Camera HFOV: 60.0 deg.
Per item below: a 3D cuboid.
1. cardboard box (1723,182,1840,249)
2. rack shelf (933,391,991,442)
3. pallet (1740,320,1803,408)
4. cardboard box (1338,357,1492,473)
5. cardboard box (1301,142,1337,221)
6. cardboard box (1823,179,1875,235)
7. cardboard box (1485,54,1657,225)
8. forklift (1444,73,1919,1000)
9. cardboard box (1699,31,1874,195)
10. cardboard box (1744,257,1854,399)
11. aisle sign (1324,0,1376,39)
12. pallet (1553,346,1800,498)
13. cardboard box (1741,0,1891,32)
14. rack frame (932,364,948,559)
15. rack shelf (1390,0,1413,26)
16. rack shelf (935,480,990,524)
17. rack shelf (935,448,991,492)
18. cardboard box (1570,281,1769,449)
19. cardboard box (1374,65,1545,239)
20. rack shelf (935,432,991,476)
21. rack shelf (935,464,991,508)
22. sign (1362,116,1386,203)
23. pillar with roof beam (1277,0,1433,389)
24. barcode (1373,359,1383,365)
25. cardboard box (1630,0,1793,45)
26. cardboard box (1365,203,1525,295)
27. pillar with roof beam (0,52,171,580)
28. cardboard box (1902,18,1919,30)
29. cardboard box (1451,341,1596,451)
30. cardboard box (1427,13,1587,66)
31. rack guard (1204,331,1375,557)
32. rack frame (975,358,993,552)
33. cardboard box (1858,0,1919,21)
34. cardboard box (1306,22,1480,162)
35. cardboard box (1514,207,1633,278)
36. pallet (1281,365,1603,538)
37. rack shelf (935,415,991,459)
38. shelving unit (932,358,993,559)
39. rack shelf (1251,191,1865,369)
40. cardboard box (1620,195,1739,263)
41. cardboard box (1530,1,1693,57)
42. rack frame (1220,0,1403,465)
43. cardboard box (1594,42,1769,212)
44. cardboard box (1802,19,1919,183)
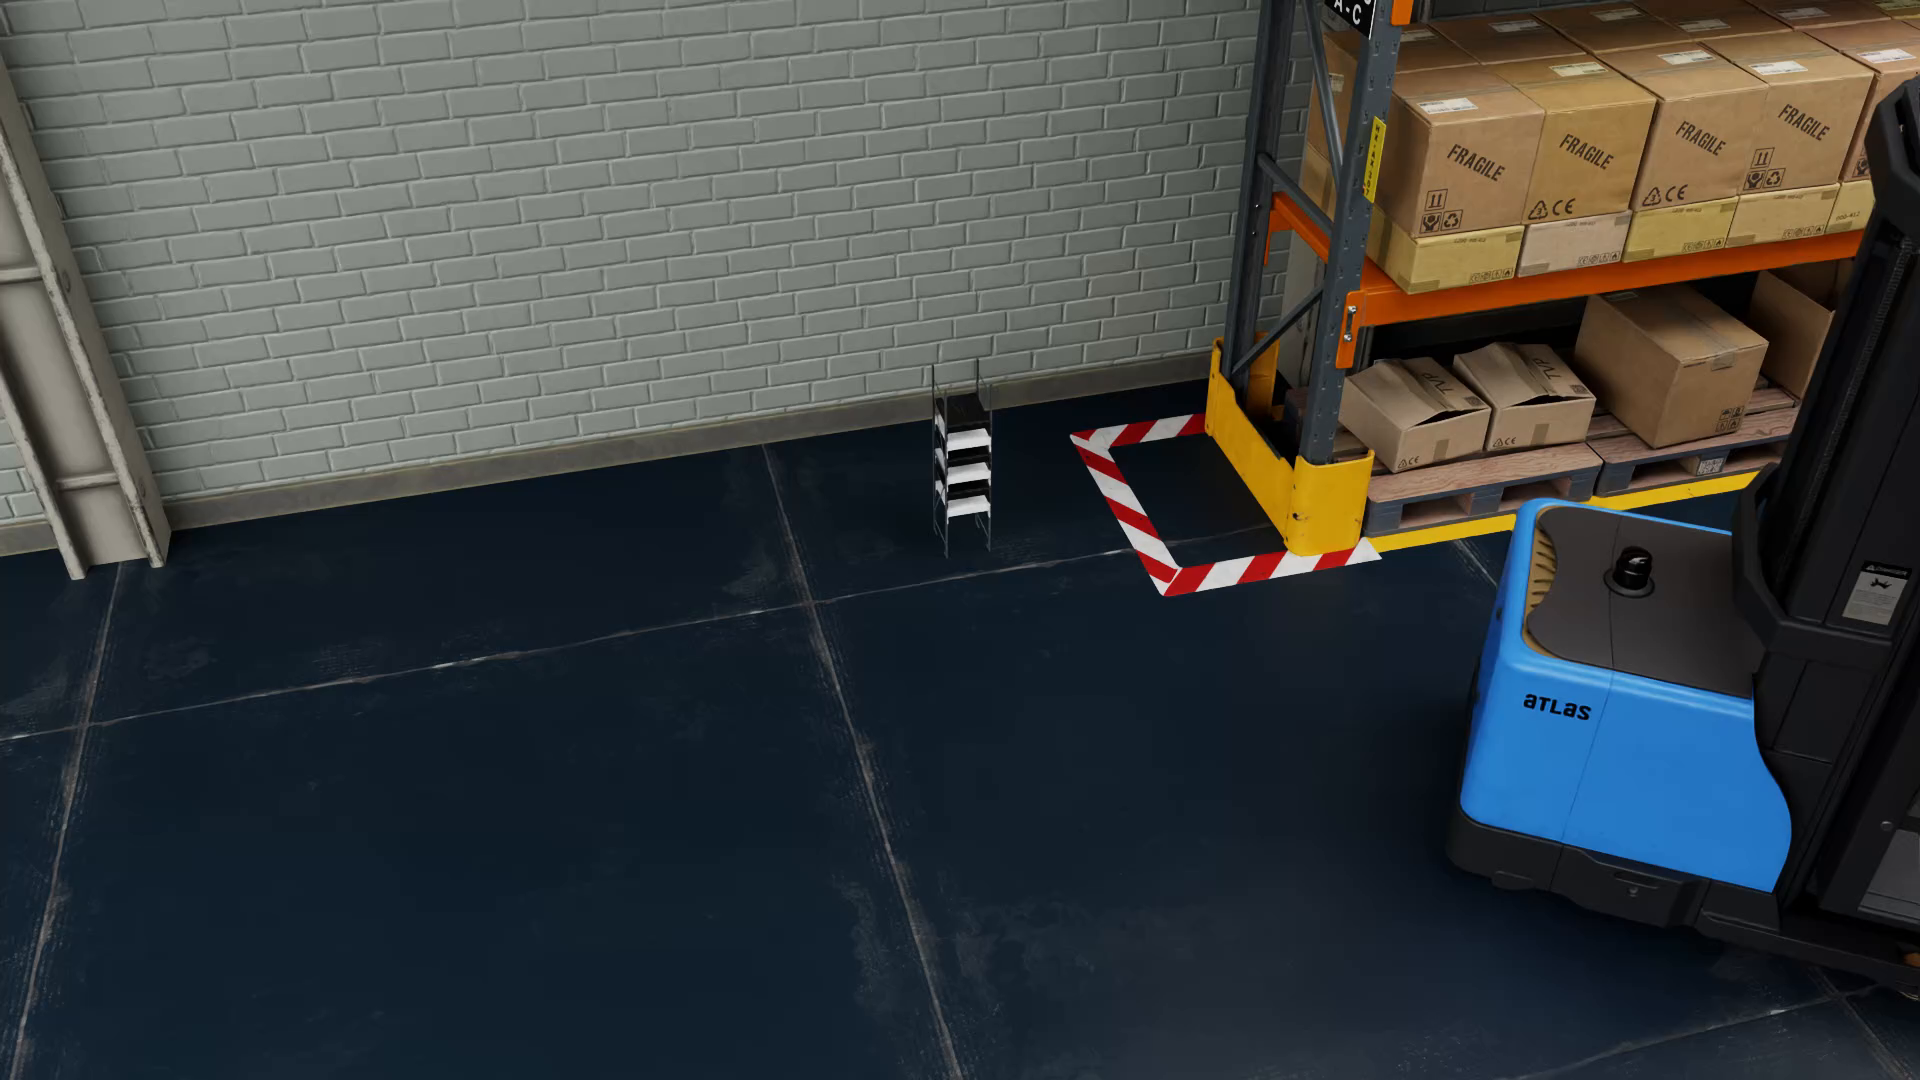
[{"bbox_3d":[3.512,-1.550,7.415,0.500,0.250,0.500,-9,38,-12],"label":"cardboard box"},{"bbox_3d":[0.008,-0.547,7.334,0.200,0.077,0.258,-9,38,-12],"label":"rack shelf"},{"bbox_3d":[4.701,-0.863,8.705,1.213,0.211,1.003,-9,38,-12],"label":"pallet"},{"bbox_3d":[2.170,-0.628,7.953,0.500,0.311,0.500,-14,39,-17],"label":"cardboard box"},{"bbox_3d":[1.879,-1.600,7.480,0.500,0.250,0.500,-9,38,-11],"label":"cardboard box"},{"bbox_3d":[3.997,-1.631,7.520,0.500,0.250,0.500,-10,38,-12],"label":"cardboard box"},{"bbox_3d":[2.498,-1.682,6.970,0.500,0.500,0.500,-9,38,-12],"label":"cardboard box"},{"bbox_3d":[3.362,0.084,5.228,3.031,2.935,1.130,12,39,15],"label":"forklift"},{"bbox_3d":[3.493,-1.849,7.188,0.500,0.500,0.500,-8,38,-11],"label":"cardboard box"},{"bbox_3d":[4.349,-1.092,8.404,0.500,0.500,0.500,-12,39,-15],"label":"cardboard box"},{"bbox_3d":[1.487,-2.309,6.160,0.004,0.787,0.394,-9,38,-12],"label":"aisle sign"},{"bbox_3d":[3.521,-0.668,8.449,1.213,0.211,1.003,-9,38,-12],"label":"pallet"},{"bbox_3d":[3.849,-2.237,7.695,0.500,0.500,0.500,-8,38,-11],"label":"cardboard box"},{"bbox_3d":[-0.090,-0.343,7.457,0.006,0.900,0.240,-9,38,-12],"label":"rack frame"},{"bbox_3d":[3.409,-2.687,6.917,4.000,0.370,1.077,-9,38,-12],"label":"rack shelf"},{"bbox_3d":[0.008,-0.189,7.608,0.200,0.077,0.258,-9,38,-12],"label":"rack shelf"},{"bbox_3d":[0.008,-0.332,7.499,0.200,0.077,0.258,-9,38,-12],"label":"rack shelf"},{"bbox_3d":[3.442,-0.880,8.127,0.500,0.500,0.700,-12,39,-15],"label":"cardboard box"},{"bbox_3d":[2.018,-1.610,6.875,0.500,0.500,0.500,-9,38,-12],"label":"cardboard box"},{"bbox_3d":[0.008,-0.404,7.444,0.200,0.077,0.258,-9,38,-12],"label":"rack shelf"},{"bbox_3d":[0.008,-0.261,7.553,0.200,0.077,0.258,-9,38,-12],"label":"rack shelf"},{"bbox_3d":[1.620,-1.490,6.516,0.005,0.325,0.100,-9,38,-12],"label":"sign"},{"bbox_3d":[3.051,-1.940,2.880,0.400,9.000,9.100,-9,38,-12],"label":"pillar with roof beam"},{"bbox_3d":[2.083,-0.869,8.260,0.075,0.075,0.001,-9,38,-12],"label":"barcode"},{"bbox_3d":[3.351,-2.148,7.579,0.500,0.500,0.500,-9,38,-11],"label":"cardboard box"},{"bbox_3d":[2.032,-1.304,7.092,0.500,0.250,0.500,-10,39,-13],"label":"cardboard box"},{"bbox_3d":[-2.741,-0.990,1.637,0.400,9.000,9.100,-9,38,-12],"label":"pillar with roof beam"},{"bbox_3d":[4.484,-2.005,7.392,0.500,0.500,0.500,-10,38,-12],"label":"cardboard box"},{"bbox_3d":[2.720,-0.718,8.071,0.500,0.311,0.500,-6,38,-8],"label":"cardboard box"},{"bbox_3d":[2.367,-1.984,7.364,0.500,0.500,0.500,-9,38,-11],"label":"cardboard box"},{"bbox_3d":[1.552,-0.483,7.970,0.348,0.500,1.175,-9,38,-12],"label":"rack guard"},{"bbox_3d":[0.106,-0.375,7.499,0.006,0.900,0.240,-9,38,-12],"label":"rack frame"},{"bbox_3d":[4.332,-2.312,7.794,0.500,0.500,0.500,-10,38,-12],"label":"cardboard box"},{"bbox_3d":[1.878,-1.910,7.267,0.500,0.500,0.500,-10,38,-12],"label":"cardboard box"},{"bbox_3d":[2.530,-1.394,7.211,0.500,0.250,0.500,-10,39,-13],"label":"cardboard box"},{"bbox_3d":[2.345,-0.477,8.199,1.213,0.211,1.003,-9,38,-12],"label":"pallet"},{"bbox_3d":[0.008,-0.475,7.389,0.200,0.077,0.258,-9,38,-12],"label":"rack shelf"},{"bbox_3d":[0.008,-0.359,7.478,0.210,0.900,0.258,-9,38,-12],"label":"shelving unit"},{"bbox_3d":[3.409,-1.495,7.828,4.000,0.370,1.077,-9,38,-12],"label":"rack shelf"},{"bbox_3d":[3.023,-1.471,7.312,0.500,0.250,0.500,-10,39,-13],"label":"cardboard box"},{"bbox_3d":[2.865,-2.068,7.474,0.500,0.500,0.500,-10,39,-13],"label":"cardboard box"},{"bbox_3d":[1.479,-1.464,7.195,0.127,3.000,1.000,-9,38,-12],"label":"rack frame"},{"bbox_3d":[2.998,-1.760,7.072,0.500,0.500,0.500,-11,39,-13],"label":"cardboard box"},{"bbox_3d":[3.995,-1.932,7.296,0.500,0.500,0.500,-10,39,-13],"label":"cardboard box"}]
